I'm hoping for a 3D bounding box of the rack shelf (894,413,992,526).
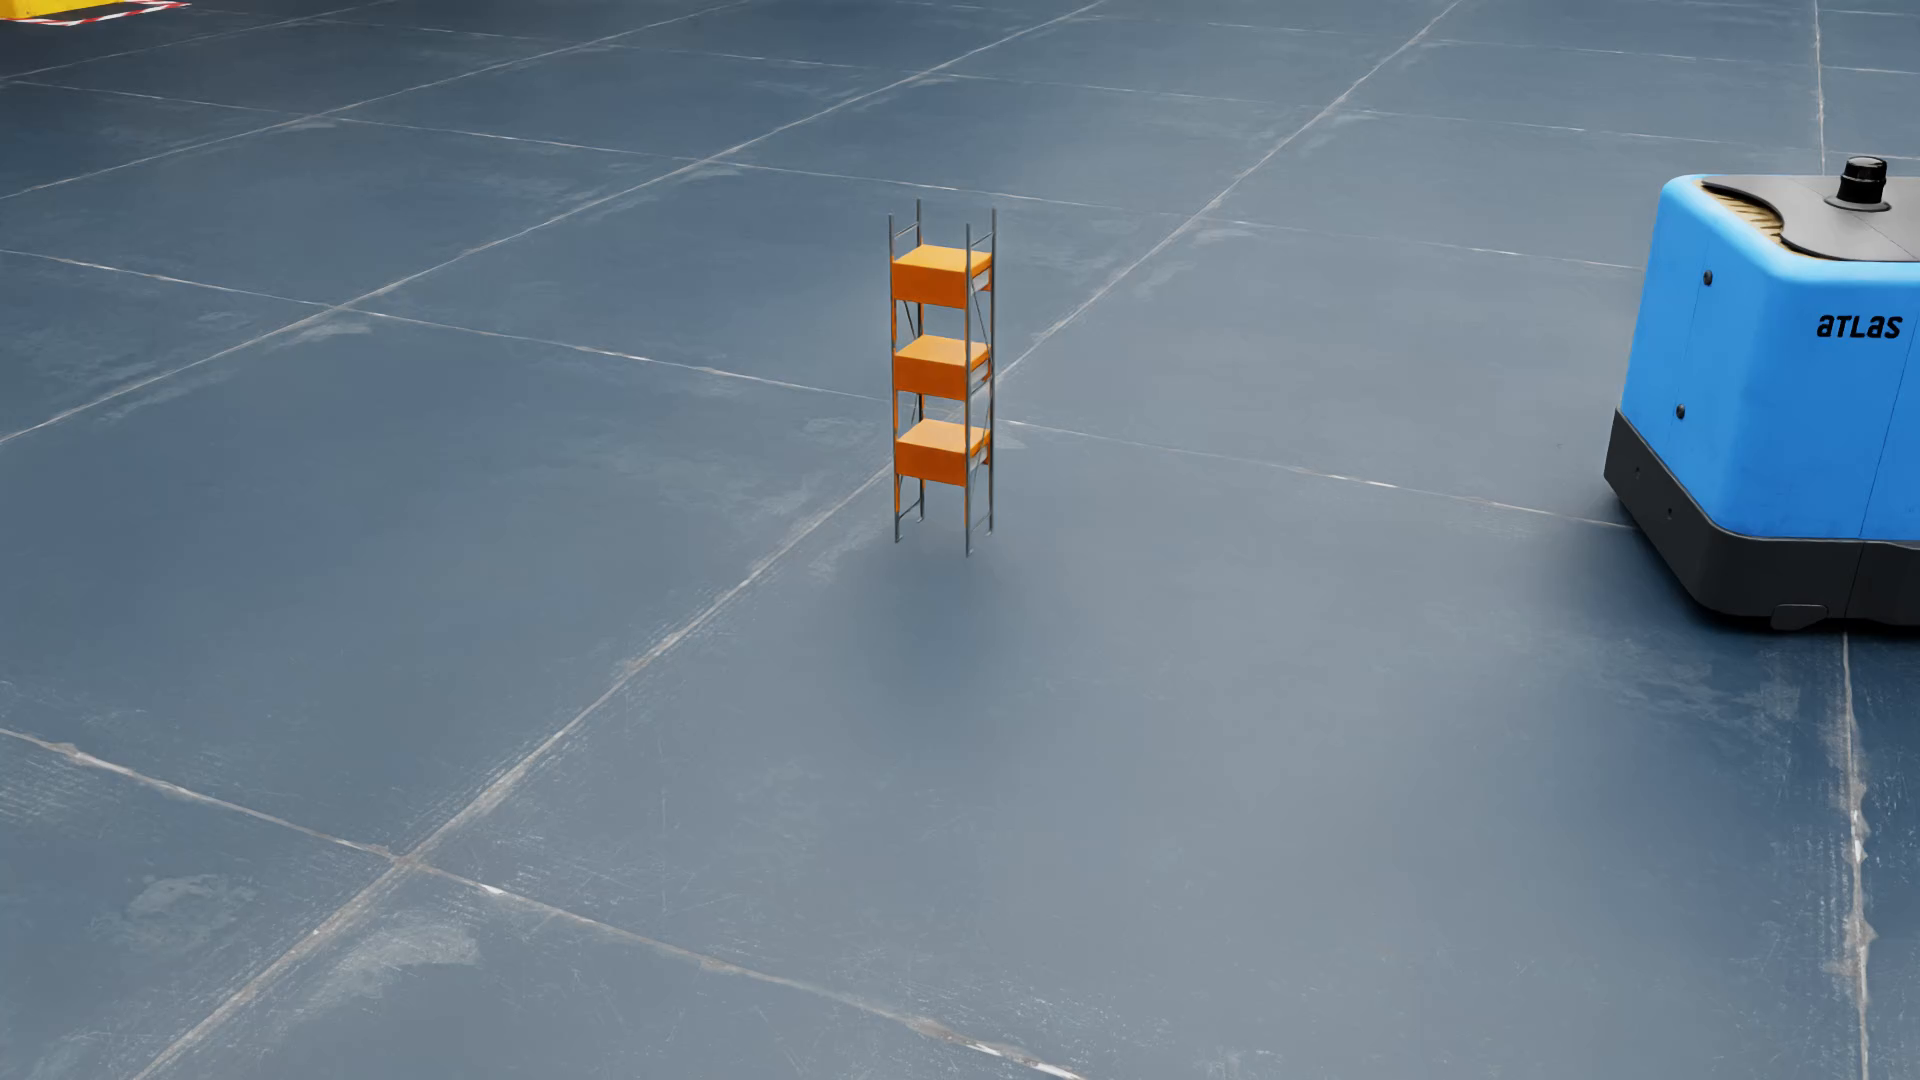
[{"bbox_3d":[-0.049,-0.222,5.165,0.240,0.259,0.215,11,28,22],"label":"rack shelf"}]

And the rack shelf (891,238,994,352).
[{"bbox_3d":[-0.049,-0.726,4.917,0.240,0.259,0.215,11,28,22],"label":"rack shelf"}]

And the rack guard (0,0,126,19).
[{"bbox_3d":[-8.083,-5.011,14.861,0.348,0.500,1.175,11,28,22],"label":"rack guard"}]

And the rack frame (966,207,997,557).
[{"bbox_3d":[0.062,-0.458,4.993,0.008,1.050,0.200,11,28,22],"label":"rack frame"}]

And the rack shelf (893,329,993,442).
[{"bbox_3d":[-0.049,-0.471,5.043,0.240,0.259,0.215,11,28,22],"label":"rack shelf"}]

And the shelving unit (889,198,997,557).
[{"bbox_3d":[-0.049,-0.481,5.038,0.252,1.050,0.215,11,28,22],"label":"shelving unit"}]

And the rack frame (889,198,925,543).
[{"bbox_3d":[-0.160,-0.503,5.083,0.008,1.050,0.200,11,28,22],"label":"rack frame"}]

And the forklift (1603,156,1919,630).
[{"bbox_3d":[3.626,-1.238,4.447,3.031,2.935,1.130,1,26,2],"label":"forklift"}]
